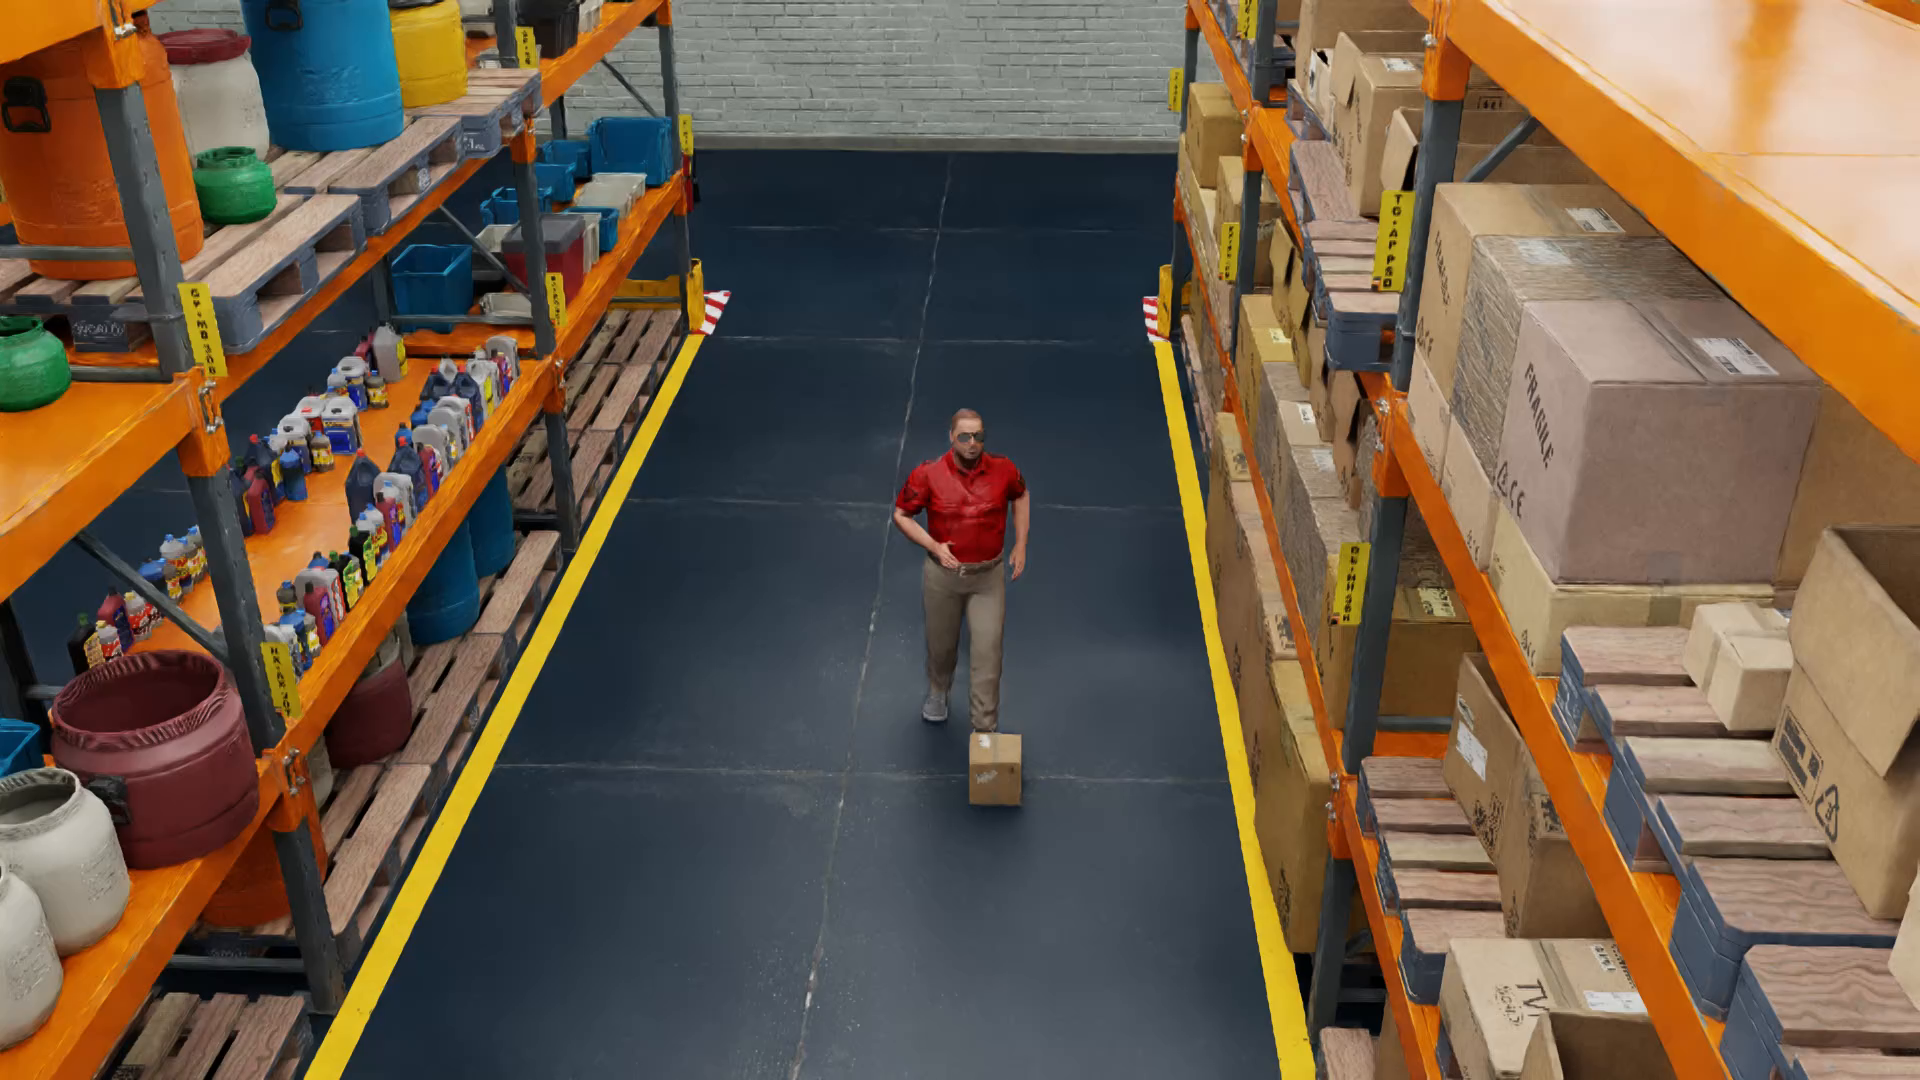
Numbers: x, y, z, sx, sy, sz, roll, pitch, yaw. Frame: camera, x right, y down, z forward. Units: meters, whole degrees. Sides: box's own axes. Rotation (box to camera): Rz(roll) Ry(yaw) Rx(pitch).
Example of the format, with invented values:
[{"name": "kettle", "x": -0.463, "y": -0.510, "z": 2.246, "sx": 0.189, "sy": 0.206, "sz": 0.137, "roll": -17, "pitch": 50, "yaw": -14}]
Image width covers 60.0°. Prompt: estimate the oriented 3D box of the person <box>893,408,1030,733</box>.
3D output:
[{"name": "person", "x": 0.046, "y": 0.227, "z": 8.212, "sx": 0.710, "sy": 1.727, "sz": 0.750, "roll": -4, "pitch": 28, "yaw": -8}]
